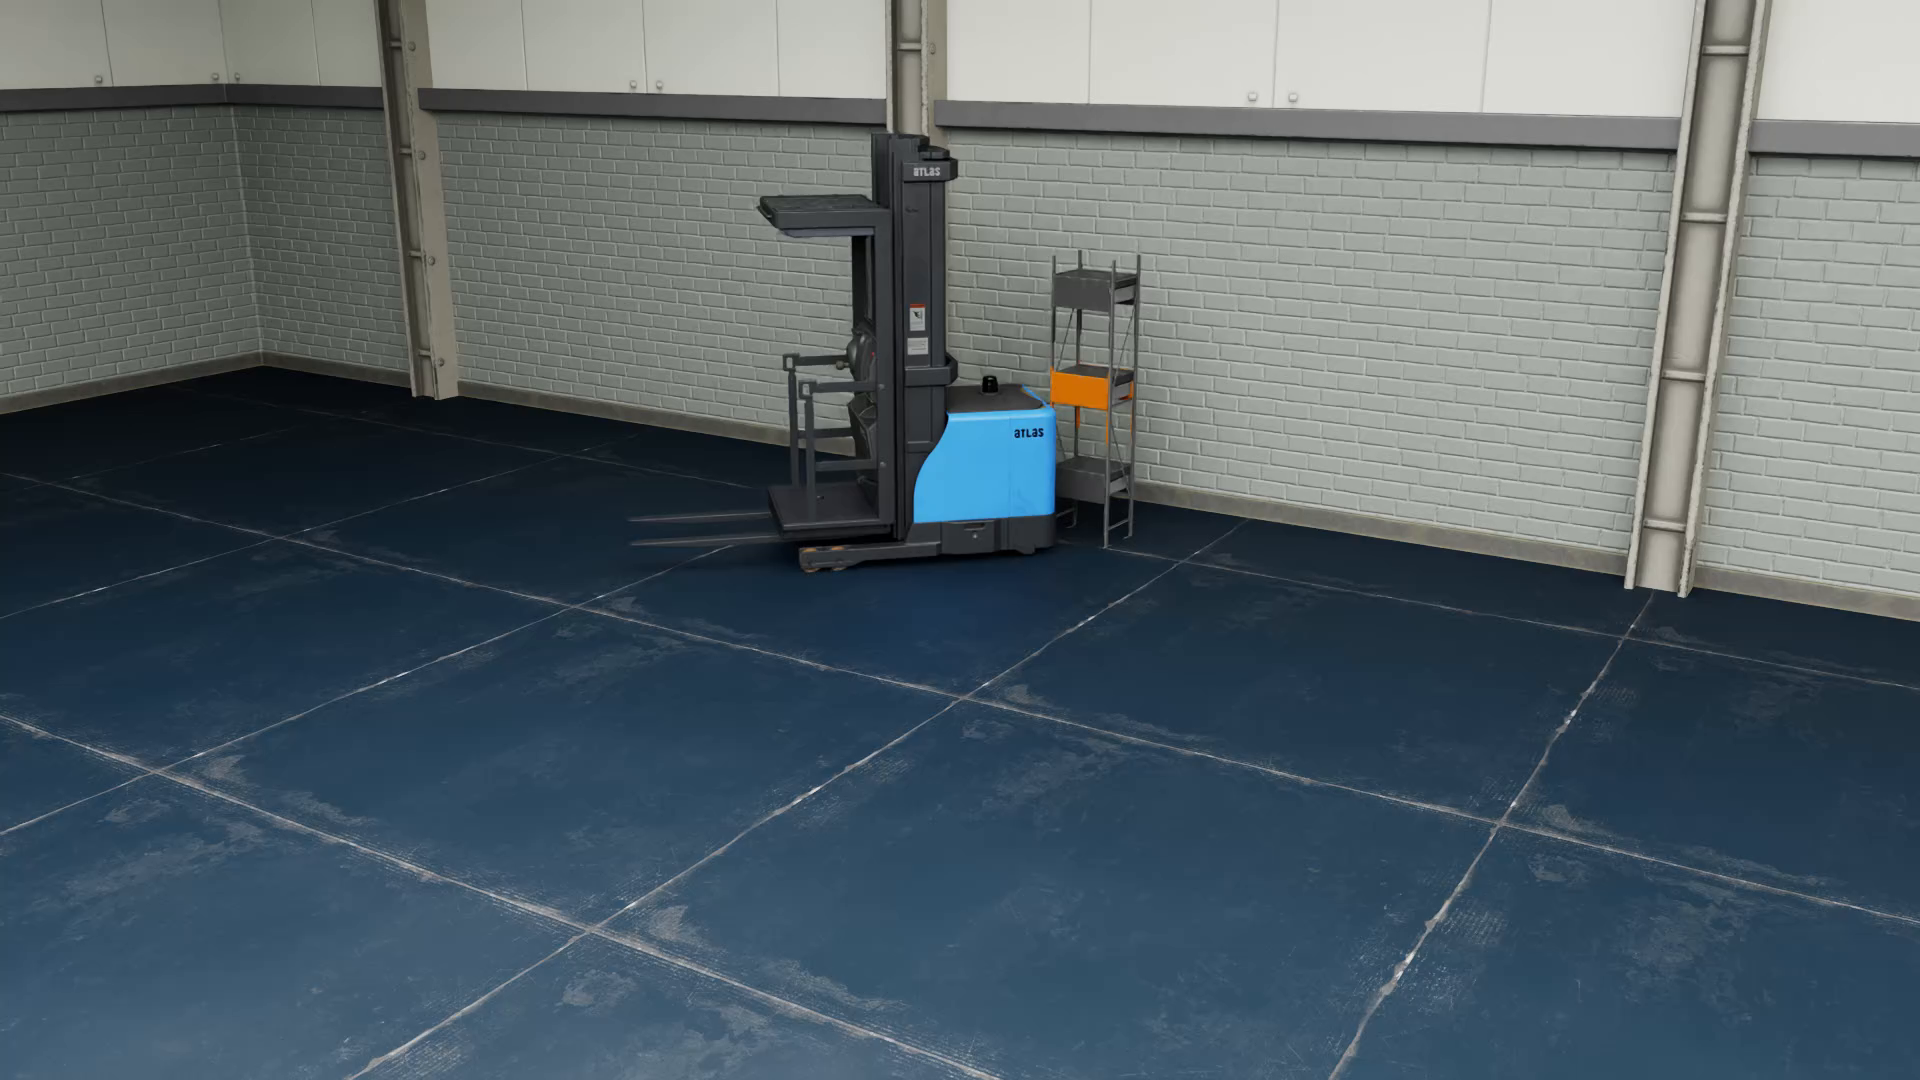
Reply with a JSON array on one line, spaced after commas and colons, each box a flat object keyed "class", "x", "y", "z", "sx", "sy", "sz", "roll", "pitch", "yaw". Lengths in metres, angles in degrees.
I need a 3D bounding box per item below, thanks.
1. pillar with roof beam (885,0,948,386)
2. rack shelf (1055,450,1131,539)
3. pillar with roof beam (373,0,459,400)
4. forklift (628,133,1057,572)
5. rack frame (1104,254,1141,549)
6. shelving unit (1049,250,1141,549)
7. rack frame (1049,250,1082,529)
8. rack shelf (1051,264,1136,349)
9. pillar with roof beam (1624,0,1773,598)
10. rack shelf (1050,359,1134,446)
[{"class": "pillar with roof beam", "x": -2.602, "y": -3.835, "z": 9.522, "sx": 0.400, "sy": 9.000, "sz": 9.100, "roll": 10, "pitch": 20, "yaw": 30}, {"class": "rack shelf", "x": 0.973, "y": -0.343, "z": 12.353, "sx": 0.480, "sy": 0.518, "sz": 0.431, "roll": 11, "pitch": 20, "yaw": 33}, {"class": "pillar with roof beam", "x": -7.715, "y": -4.747, "z": 12.527, "sx": 0.400, "sy": 9.000, "sz": 9.100, "roll": 10, "pitch": 20, "yaw": 30}, {"class": "forklift", "x": -0.874, "y": -1.343, "z": 11.761, "sx": 3.031, "sy": 2.935, "sz": 1.130, "roll": -4, "pitch": 17, "yaw": -12}, {"class": "rack frame", "x": 1.174, "y": -0.985, "z": 12.013, "sx": 0.015, "sy": 2.100, "sz": 0.400, "roll": 11, "pitch": 20, "yaw": 33}, {"class": "shelving unit", "x": 0.973, "y": -1.026, "z": 12.145, "sx": 0.503, "sy": 2.100, "sz": 0.431, "roll": 11, "pitch": 20, "yaw": 33}, {"class": "rack frame", "x": 0.772, "y": -1.066, "z": 12.278, "sx": 0.015, "sy": 2.100, "sz": 0.400, "roll": 11, "pitch": 20, "yaw": 33}, {"class": "rack shelf", "x": 0.973, "y": -1.683, "z": 11.946, "sx": 0.480, "sy": 0.518, "sz": 0.431, "roll": 11, "pitch": 20, "yaw": 33}, {"class": "pillar with roof beam", "x": 2.510, "y": -2.922, "z": 6.518, "sx": 0.400, "sy": 9.000, "sz": 9.100, "roll": 10, "pitch": 20, "yaw": 30}, {"class": "rack shelf", "x": 0.973, "y": -1.013, "z": 12.149, "sx": 0.480, "sy": 0.518, "sz": 0.431, "roll": 11, "pitch": 20, "yaw": 33}]
